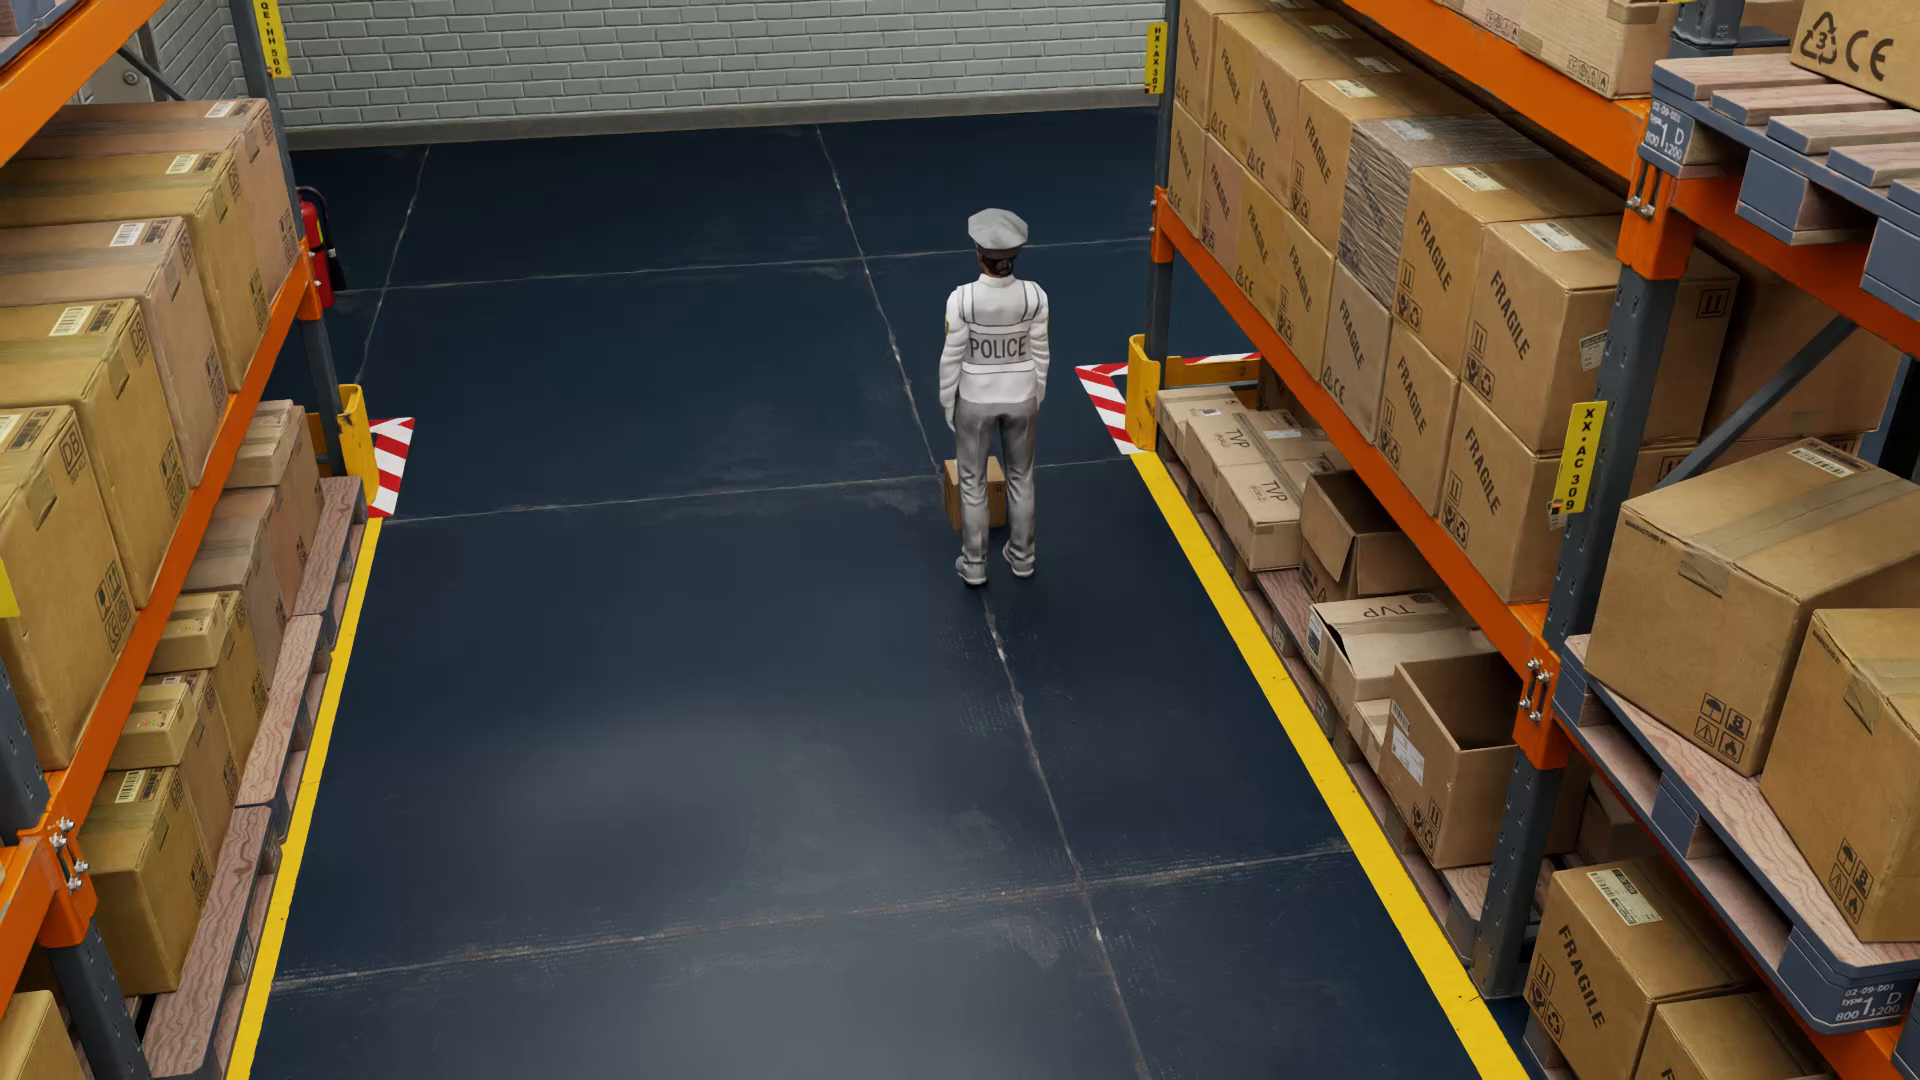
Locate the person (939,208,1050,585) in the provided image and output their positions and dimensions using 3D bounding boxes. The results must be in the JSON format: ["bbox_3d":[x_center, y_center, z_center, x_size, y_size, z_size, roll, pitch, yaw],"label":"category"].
[{"bbox_3d":[0.142,-0.584,7.116,0.465,1.703,0.344,-4,31,-7],"label":"person"}]
